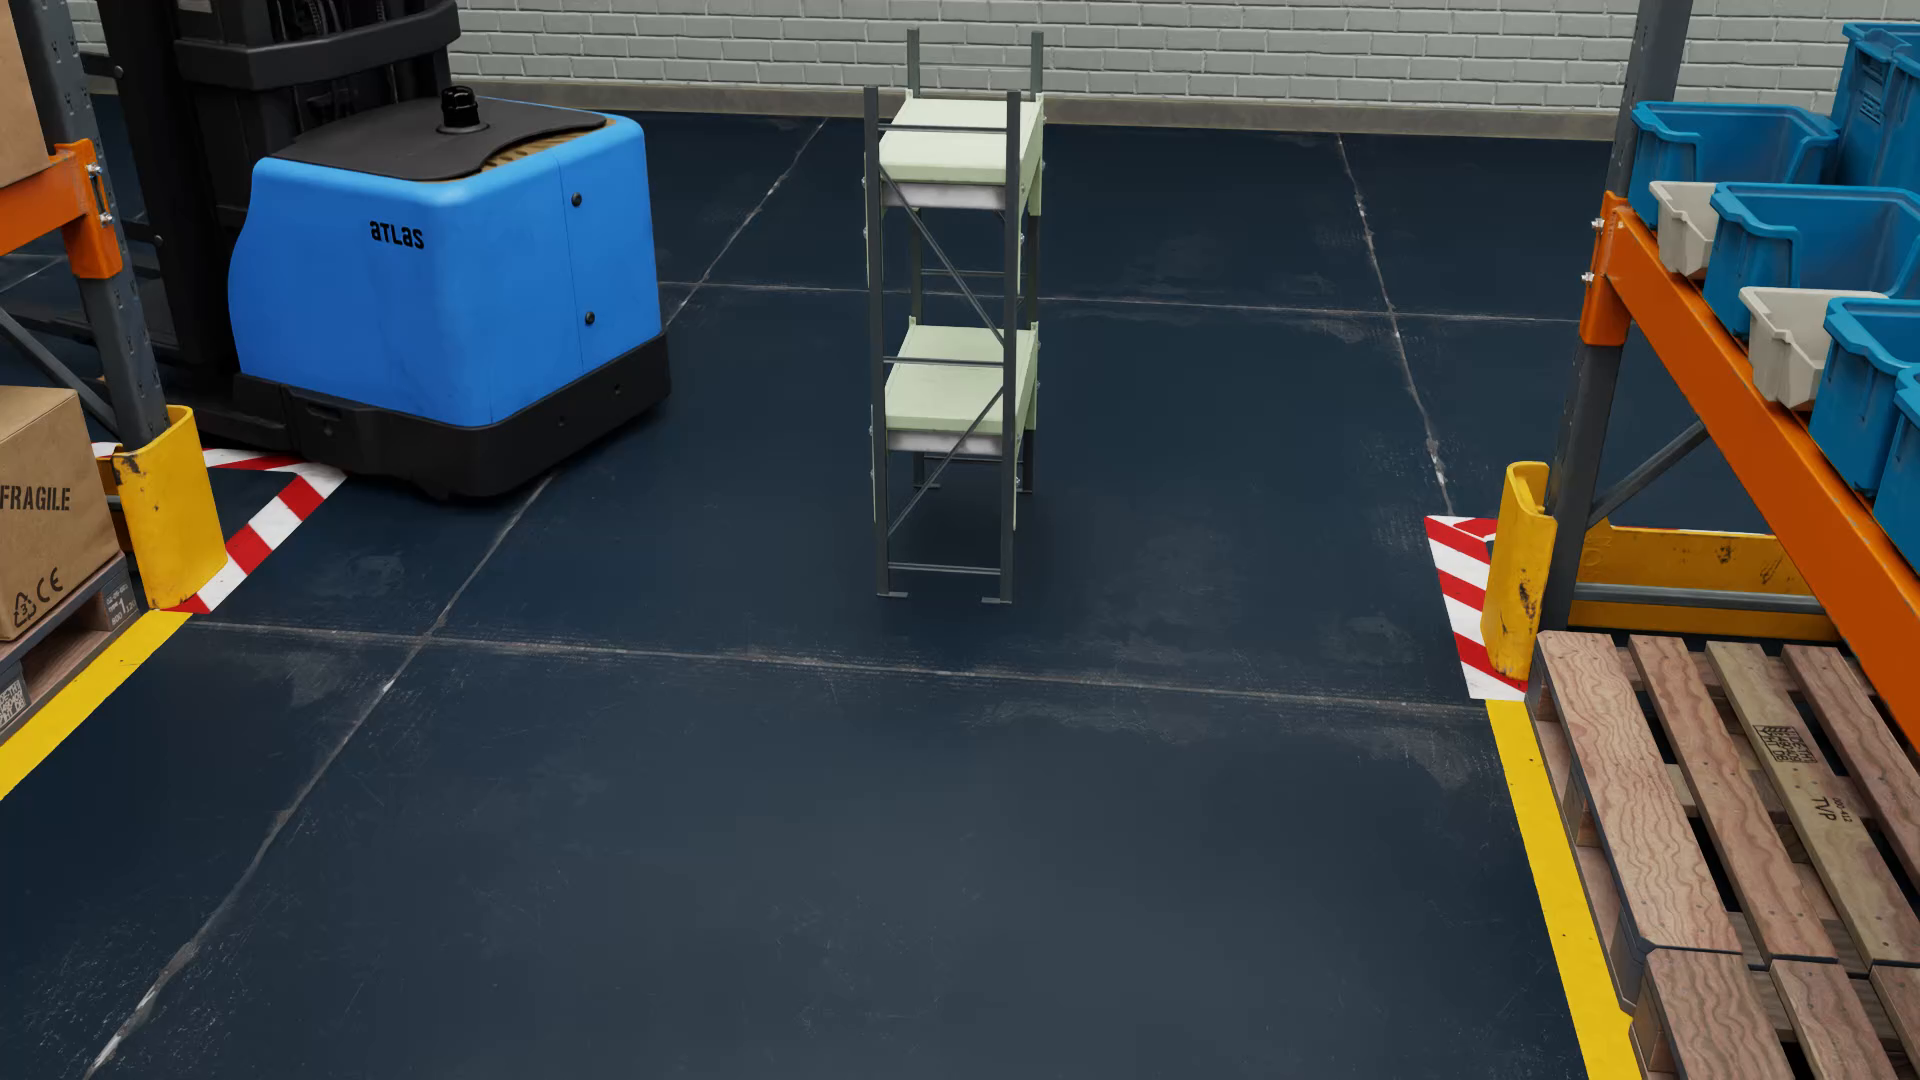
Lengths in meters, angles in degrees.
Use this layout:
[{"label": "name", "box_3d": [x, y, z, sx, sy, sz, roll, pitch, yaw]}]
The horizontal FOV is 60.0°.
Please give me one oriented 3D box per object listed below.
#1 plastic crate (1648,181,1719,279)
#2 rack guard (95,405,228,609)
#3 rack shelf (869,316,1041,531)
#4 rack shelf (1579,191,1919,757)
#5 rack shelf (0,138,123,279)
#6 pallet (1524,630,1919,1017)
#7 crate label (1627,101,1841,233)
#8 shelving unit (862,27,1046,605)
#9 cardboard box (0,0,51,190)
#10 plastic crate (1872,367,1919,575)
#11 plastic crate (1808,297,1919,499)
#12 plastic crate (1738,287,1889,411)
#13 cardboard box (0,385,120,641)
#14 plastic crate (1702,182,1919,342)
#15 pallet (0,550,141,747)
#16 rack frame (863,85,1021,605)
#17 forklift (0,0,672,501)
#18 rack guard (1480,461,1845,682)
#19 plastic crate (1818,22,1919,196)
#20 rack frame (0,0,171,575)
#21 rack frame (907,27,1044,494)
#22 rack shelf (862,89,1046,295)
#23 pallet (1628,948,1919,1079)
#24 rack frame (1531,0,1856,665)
[{"label": "plastic crate", "box_3d": [1.597, -0.642, 3.494, 0.250, 0.136, 0.298, 3, 28, 6]}, {"label": "rack guard", "box_3d": [-2.850, -0.128, 4.961, 1.175, 0.500, 0.348, 3, 28, 6]}, {"label": "rack shelf", "box_3d": [-0.001, -0.370, 5.043, 0.431, 0.370, 0.720, 3, 28, 6]}, {"label": "rack shelf", "box_3d": [1.830, 0.283, 2.320, 1.077, 0.370, 4.000, 3, 28, 6]}, {"label": "rack shelf", "box_3d": [-3.086, -0.006, 2.858, 1.077, 0.370, 4.000, 3, 28, 6]}, {"label": "pallet", "box_3d": [1.935, 0.639, 3.842, 1.003, 0.211, 1.213, 3, 28, 6]}, {"label": "crate label", "box_3d": [1.718, -0.830, 3.742, 0.416, 0.233, 0.303, 3, 28, 6]}, {"label": "shelving unit", "box_3d": [-0.001, -0.657, 4.888, 0.431, 1.500, 0.755, 3, 28, 6]}, {"label": "cardboard box", "box_3d": [-2.625, -1.082, 3.990, 0.500, 0.500, 0.500, 4, 29, 8]}, {"label": "plastic crate", "box_3d": [1.520, -0.069, 2.329, 0.416, 0.233, 0.300, 3, 28, 6]}, {"label": "plastic crate", "box_3d": [1.557, -0.211, 2.592, 0.416, 0.233, 0.300, 3, 28, 6]}, {"label": "plastic crate", "box_3d": [1.513, -0.323, 2.901, 0.250, 0.136, 0.298, 3, 28, 6]}, {"label": "cardboard box", "box_3d": [-2.663, -0.087, 4.421, 0.500, 0.500, 0.500, 3, 28, 6]}, {"label": "plastic crate", "box_3d": [1.637, -0.521, 3.167, 0.416, 0.233, 0.300, 3, 28, 6]}, {"label": "pallet", "box_3d": [-2.947, 0.374, 4.333, 1.003, 0.211, 1.213, 3, 28, 6]}, {"label": "rack frame", "box_3d": [-0.046, -0.485, 4.569, 0.400, 1.500, 0.023, 3, 28, 6]}, {"label": "forklift", "box_3d": [-2.610, -1.896, 5.679, 3.031, 2.935, 1.130, 14, 31, 24]}, {"label": "rack guard", "box_3d": [2.065, 0.114, 4.512, 1.175, 0.500, 0.348, 3, 28, 6]}, {"label": "plastic crate", "box_3d": [2.219, -0.848, 3.562, 0.616, 0.435, 0.499, 3, 28, 6]}, {"label": "rack frame", "box_3d": [-2.841, -1.264, 4.434, 1.000, 3.000, 0.127, 3, 28, 6]}, {"label": "rack frame", "box_3d": [0.044, -0.829, 5.208, 0.400, 1.500, 0.023, 3, 28, 6]}, {"label": "rack shelf", "box_3d": [-0.001, -1.001, 4.703, 0.431, 0.370, 0.720, 3, 28, 6]}, {"label": "pallet", "box_3d": [1.783, 1.211, 2.779, 1.003, 0.211, 1.213, 3, 28, 6]}, {"label": "rack frame", "box_3d": [2.075, -0.975, 3.897, 1.000, 3.000, 0.127, 3, 28, 6]}]
